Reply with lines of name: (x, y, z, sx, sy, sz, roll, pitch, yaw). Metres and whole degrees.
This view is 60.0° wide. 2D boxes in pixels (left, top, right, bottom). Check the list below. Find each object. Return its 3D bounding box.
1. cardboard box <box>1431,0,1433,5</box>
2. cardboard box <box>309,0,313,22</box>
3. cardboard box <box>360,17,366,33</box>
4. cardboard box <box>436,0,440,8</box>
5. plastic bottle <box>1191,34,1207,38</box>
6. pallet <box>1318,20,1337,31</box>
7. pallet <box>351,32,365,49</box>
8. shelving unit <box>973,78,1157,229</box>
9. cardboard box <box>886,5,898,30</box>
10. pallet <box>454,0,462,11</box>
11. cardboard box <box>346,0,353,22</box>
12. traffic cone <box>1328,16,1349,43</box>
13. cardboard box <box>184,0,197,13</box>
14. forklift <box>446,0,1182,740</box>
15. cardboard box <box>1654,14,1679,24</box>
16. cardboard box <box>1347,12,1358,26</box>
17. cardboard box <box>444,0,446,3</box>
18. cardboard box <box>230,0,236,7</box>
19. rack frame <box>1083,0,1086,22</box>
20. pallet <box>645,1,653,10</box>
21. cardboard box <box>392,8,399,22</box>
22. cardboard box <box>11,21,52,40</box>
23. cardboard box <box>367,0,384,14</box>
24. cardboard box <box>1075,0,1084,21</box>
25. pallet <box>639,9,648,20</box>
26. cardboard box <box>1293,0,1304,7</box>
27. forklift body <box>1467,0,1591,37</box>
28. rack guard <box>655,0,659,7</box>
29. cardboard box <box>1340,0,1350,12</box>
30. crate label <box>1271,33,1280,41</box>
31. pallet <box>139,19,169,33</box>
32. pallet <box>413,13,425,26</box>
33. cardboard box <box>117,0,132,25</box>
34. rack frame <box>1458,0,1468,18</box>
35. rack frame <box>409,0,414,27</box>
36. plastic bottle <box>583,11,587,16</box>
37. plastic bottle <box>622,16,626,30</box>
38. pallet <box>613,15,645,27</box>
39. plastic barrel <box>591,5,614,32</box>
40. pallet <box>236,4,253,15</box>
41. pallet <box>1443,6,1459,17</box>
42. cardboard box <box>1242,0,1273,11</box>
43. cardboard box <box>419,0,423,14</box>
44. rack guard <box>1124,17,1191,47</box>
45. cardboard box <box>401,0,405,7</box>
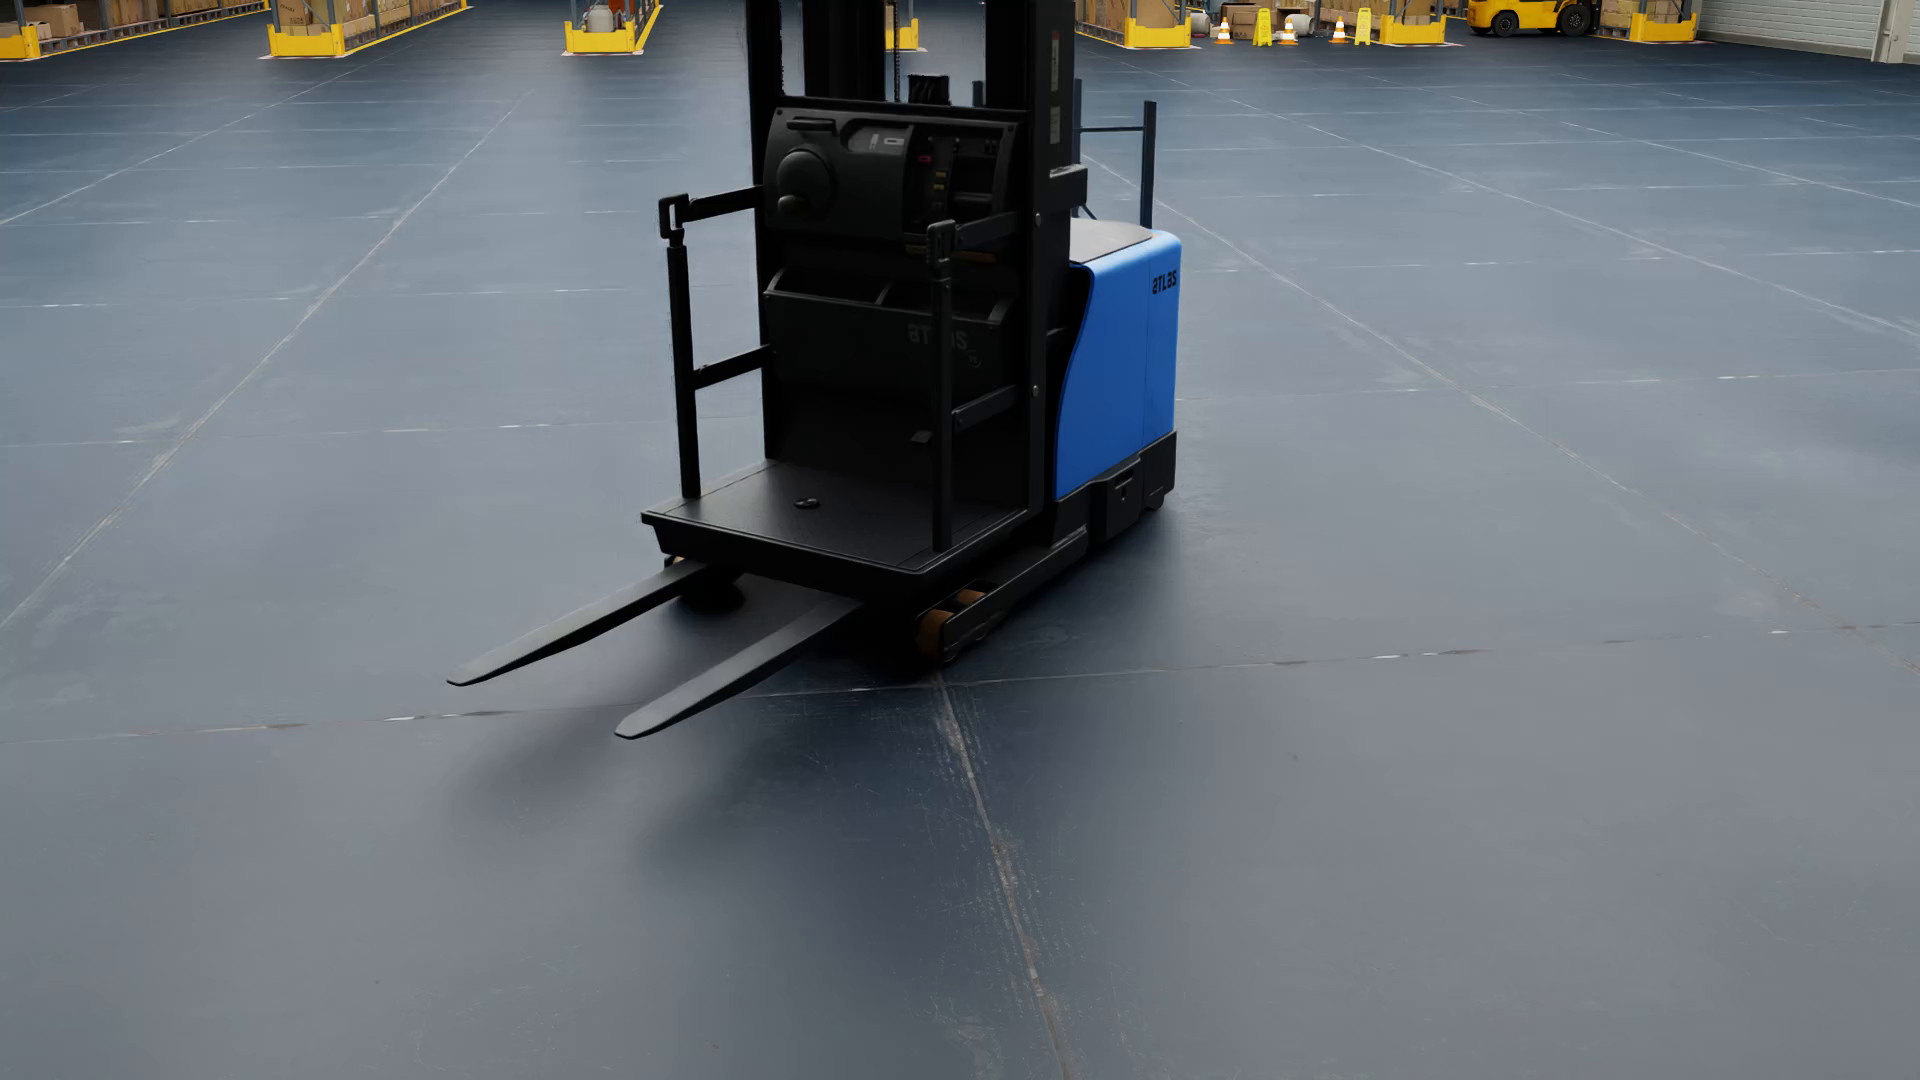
cardboard box: (11.727, -13.418, 40.826, 0.500, 0.500, 0.500, -4, 21, -10)
cardboard box: (-11.665, -9.479, 29.566, 0.500, 0.500, 0.500, -3, 21, -8)
cardboard box: (-11.279, -9.501, 30.696, 0.500, 0.250, 0.500, -3, 21, -8)
cardboard box: (-12.509, -12.736, 38.973, 0.500, 0.500, 0.500, -3, 21, -8)
plastic bottle: (4.683, -9.873, 32.563, 0.283, 0.061, 0.133, -11, 23, -26)
pallet: (8.031, -10.549, 34.158, 1.003, 0.211, 1.213, -3, 21, -8)
pallet: (-11.459, -9.081, 30.227, 1.003, 0.211, 1.213, -3, 21, -8)
shelving unit: (0.417, -1.191, 7.262, 0.538, 1.500, 1.048, -5, 21, -12)
cardboard box: (-1.404, -9.444, 30.187, 0.500, 0.500, 0.500, 1, 20, 2)
pallet: (-13.314, -13.634, 42.418, 1.003, 0.211, 1.213, -3, 21, -8)
cardboard box: (-11.150, -9.505, 29.636, 0.500, 0.500, 0.500, -3, 21, -8)
traffic cone: (7.137, -9.596, 31.248, 0.336, 0.463, 0.334, -3, 21, -8)
cardboard box: (-17.285, -11.976, 36.466, 0.750, 0.750, 0.750, -3, 21, -8)
forklift: (-0.343, -1.174, 5.170, 1.130, 2.935, 3.031, 12, 24, 29)
cardboard box: (13.510, -10.041, 32.143, 0.500, 0.250, 0.500, -3, 21, -8)
cardboard box: (7.945, -10.237, 32.666, 0.500, 0.250, 0.500, -4, 21, -10)
cardboard box: (-13.140, -13.544, 41.132, 0.797, 0.503, 0.637, -3, 21, -8)
cardboard box: (-17.841, -13.070, 39.896, 0.700, 0.500, 0.500, -3, 21, -8)
rack frame: (3.015, -11.801, 33.526, 1.000, 3.000, 0.127, -3, 21, -8)
pallet: (-8.285, -13.476, 41.995, 1.003, 0.211, 1.213, -3, 21, -8)
cardboard box: (-11.746, -10.681, 33.856, 0.500, 0.250, 0.500, -3, 21, -7)
cardboard box: (-16.129, -8.840, 28.811, 0.500, 0.311, 0.500, -1, 21, -3)
cardboard box: (-11.524, -10.415, 32.342, 0.500, 0.311, 0.500, -3, 21, -8)
cardboard box: (2.837, -11.154, 34.409, 1.050, 0.750, 0.750, -3, 21, -8)
pallet: (-7.713, -12.107, 38.331, 1.003, 0.211, 1.213, -3, 21, -8)
cardboard box: (7.714, -11.482, 35.826, 0.950, 0.372, 0.625, -2, 21, -4)
forklift body: (11.308, -11.120, 32.914, 2.313, 2.155, 1.214, -3, 21, -8)
rack guard: (-8.555, -14.328, 43.863, 1.175, 0.500, 0.348, -3, 21, -8)
cardboard box: (7.879, -10.764, 33.006, 0.500, 0.500, 0.500, -2, 21, -5)
crate label: (5.913, -9.539, 31.561, 0.250, 0.136, 0.298, -15, 25, -35)
pallet: (-17.078, -10.645, 34.414, 1.003, 0.211, 1.213, -3, 21, -8)
pallet: (-12.358, -11.427, 36.509, 1.003, 0.211, 1.213, -3, 21, -8)
cardboard box: (-16.893, -10.481, 32.934, 0.700, 0.500, 0.500, -3, 21, -7)
rack frame: (12.234, -13.722, 38.670, 1.000, 3.000, 0.127, -3, 21, -8)
rack frame: (-12.288, -12.473, 35.324, 1.000, 3.000, 0.127, -3, 21, -8)
plastic bottle: (-6.988, -9.724, 31.122, 0.144, 0.351, 0.185, -2, 21, -6)
plastic bottle: (-6.185, -9.523, 30.696, 0.097, 0.271, 0.097, 0, 20, 0)
pallet: (-7.312, -11.145, 35.754, 1.003, 0.211, 1.213, -3, 21, -8)
plastic barrel: (-6.475, -9.380, 29.999, 0.421, 0.512, 0.421, 0, 20, 0)
pallet: (-17.977, -12.991, 40.696, 1.003, 0.211, 1.213, -3, 21, -8)
pallet: (12.163, -12.677, 39.855, 1.003, 0.211, 1.213, -3, 21, -8)
cardboard box: (6.142, -11.169, 34.325, 0.500, 0.500, 0.500, -3, 21, -8)
cardboard box: (-12.151, -11.861, 36.629, 0.500, 0.500, 0.500, -4, 21, -10)
rack guard: (3.595, -9.237, 30.233, 1.175, 0.500, 0.348, -3, 21, -8)
cardboard box: (-11.887, -11.295, 34.700, 0.500, 0.311, 0.500, -3, 21, -9)
